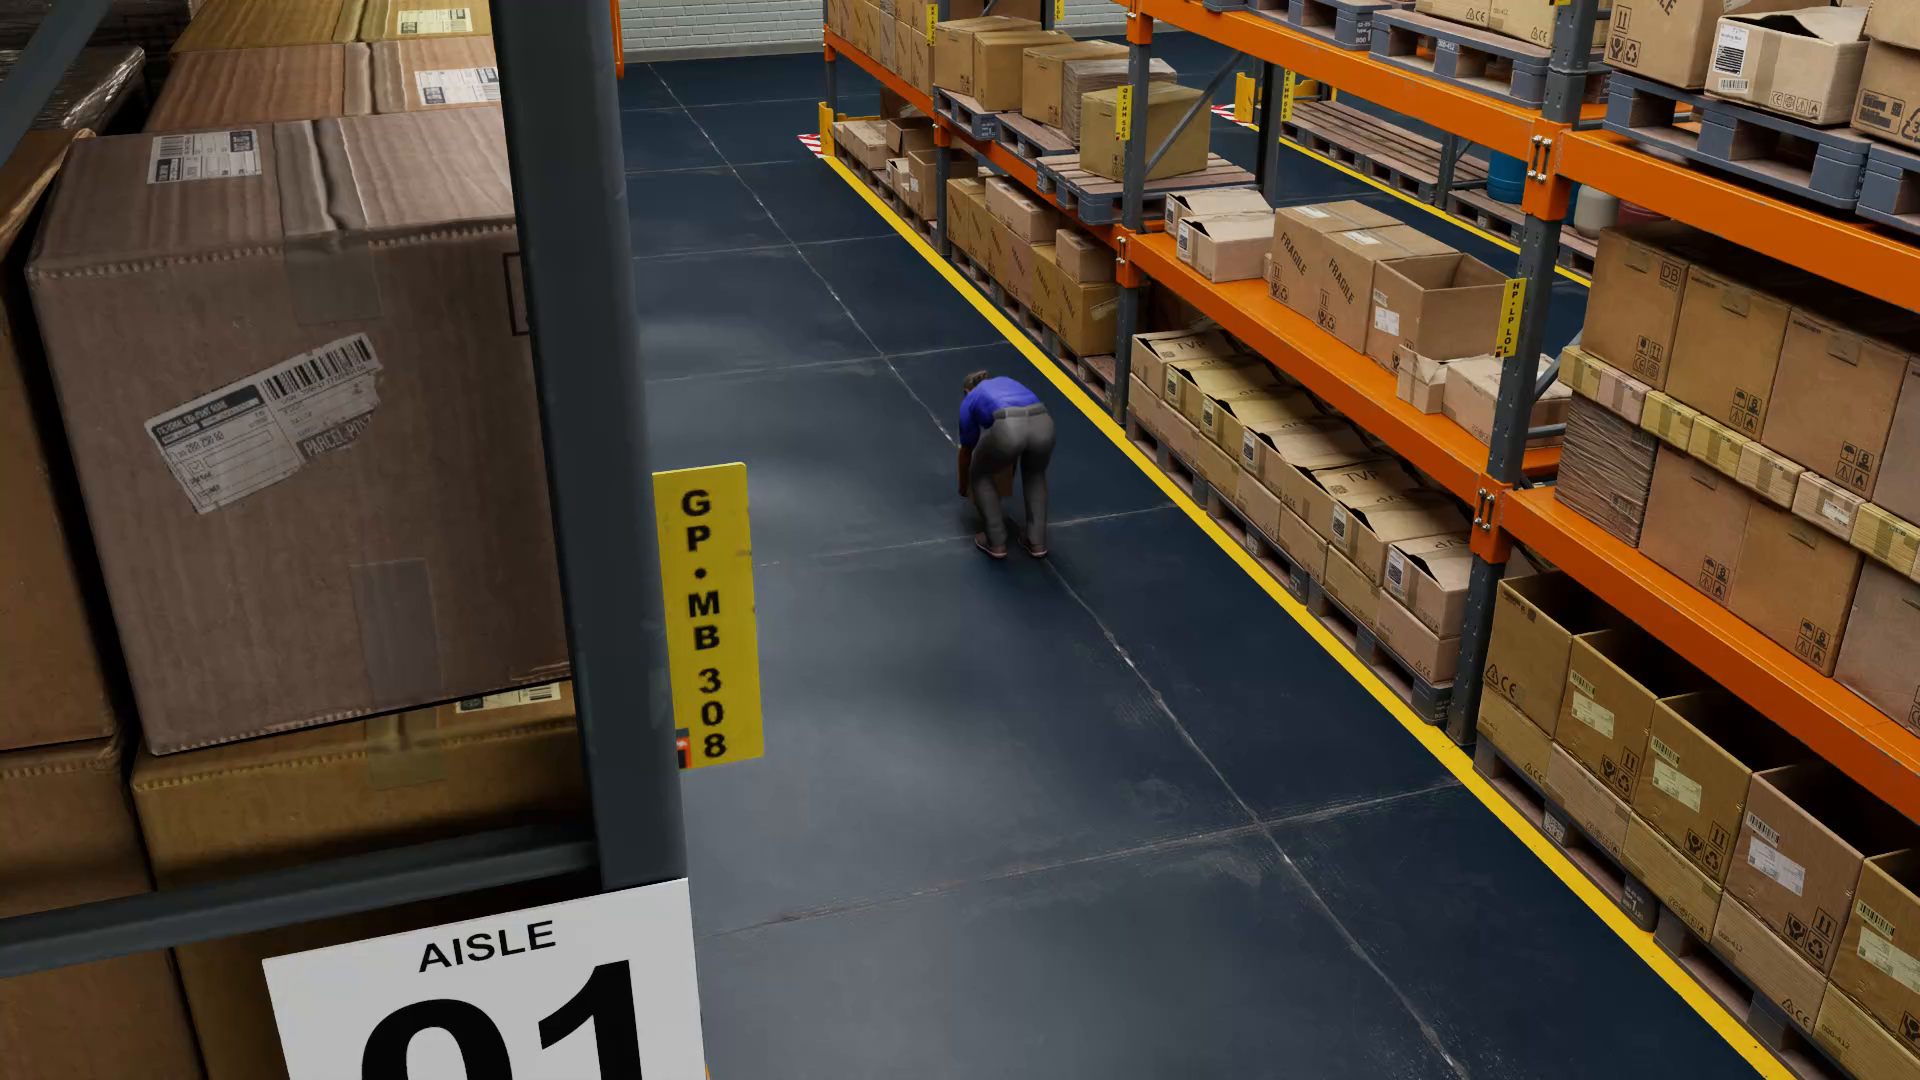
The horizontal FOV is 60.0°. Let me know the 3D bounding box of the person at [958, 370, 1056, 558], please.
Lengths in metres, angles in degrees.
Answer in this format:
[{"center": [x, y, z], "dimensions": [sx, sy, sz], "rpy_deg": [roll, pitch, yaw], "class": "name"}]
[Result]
[{"center": [0.233, -0.440, 9.295], "dimensions": [0.433, 0.954, 0.876], "rpy_deg": [-9, 28, -18], "class": "person"}]
